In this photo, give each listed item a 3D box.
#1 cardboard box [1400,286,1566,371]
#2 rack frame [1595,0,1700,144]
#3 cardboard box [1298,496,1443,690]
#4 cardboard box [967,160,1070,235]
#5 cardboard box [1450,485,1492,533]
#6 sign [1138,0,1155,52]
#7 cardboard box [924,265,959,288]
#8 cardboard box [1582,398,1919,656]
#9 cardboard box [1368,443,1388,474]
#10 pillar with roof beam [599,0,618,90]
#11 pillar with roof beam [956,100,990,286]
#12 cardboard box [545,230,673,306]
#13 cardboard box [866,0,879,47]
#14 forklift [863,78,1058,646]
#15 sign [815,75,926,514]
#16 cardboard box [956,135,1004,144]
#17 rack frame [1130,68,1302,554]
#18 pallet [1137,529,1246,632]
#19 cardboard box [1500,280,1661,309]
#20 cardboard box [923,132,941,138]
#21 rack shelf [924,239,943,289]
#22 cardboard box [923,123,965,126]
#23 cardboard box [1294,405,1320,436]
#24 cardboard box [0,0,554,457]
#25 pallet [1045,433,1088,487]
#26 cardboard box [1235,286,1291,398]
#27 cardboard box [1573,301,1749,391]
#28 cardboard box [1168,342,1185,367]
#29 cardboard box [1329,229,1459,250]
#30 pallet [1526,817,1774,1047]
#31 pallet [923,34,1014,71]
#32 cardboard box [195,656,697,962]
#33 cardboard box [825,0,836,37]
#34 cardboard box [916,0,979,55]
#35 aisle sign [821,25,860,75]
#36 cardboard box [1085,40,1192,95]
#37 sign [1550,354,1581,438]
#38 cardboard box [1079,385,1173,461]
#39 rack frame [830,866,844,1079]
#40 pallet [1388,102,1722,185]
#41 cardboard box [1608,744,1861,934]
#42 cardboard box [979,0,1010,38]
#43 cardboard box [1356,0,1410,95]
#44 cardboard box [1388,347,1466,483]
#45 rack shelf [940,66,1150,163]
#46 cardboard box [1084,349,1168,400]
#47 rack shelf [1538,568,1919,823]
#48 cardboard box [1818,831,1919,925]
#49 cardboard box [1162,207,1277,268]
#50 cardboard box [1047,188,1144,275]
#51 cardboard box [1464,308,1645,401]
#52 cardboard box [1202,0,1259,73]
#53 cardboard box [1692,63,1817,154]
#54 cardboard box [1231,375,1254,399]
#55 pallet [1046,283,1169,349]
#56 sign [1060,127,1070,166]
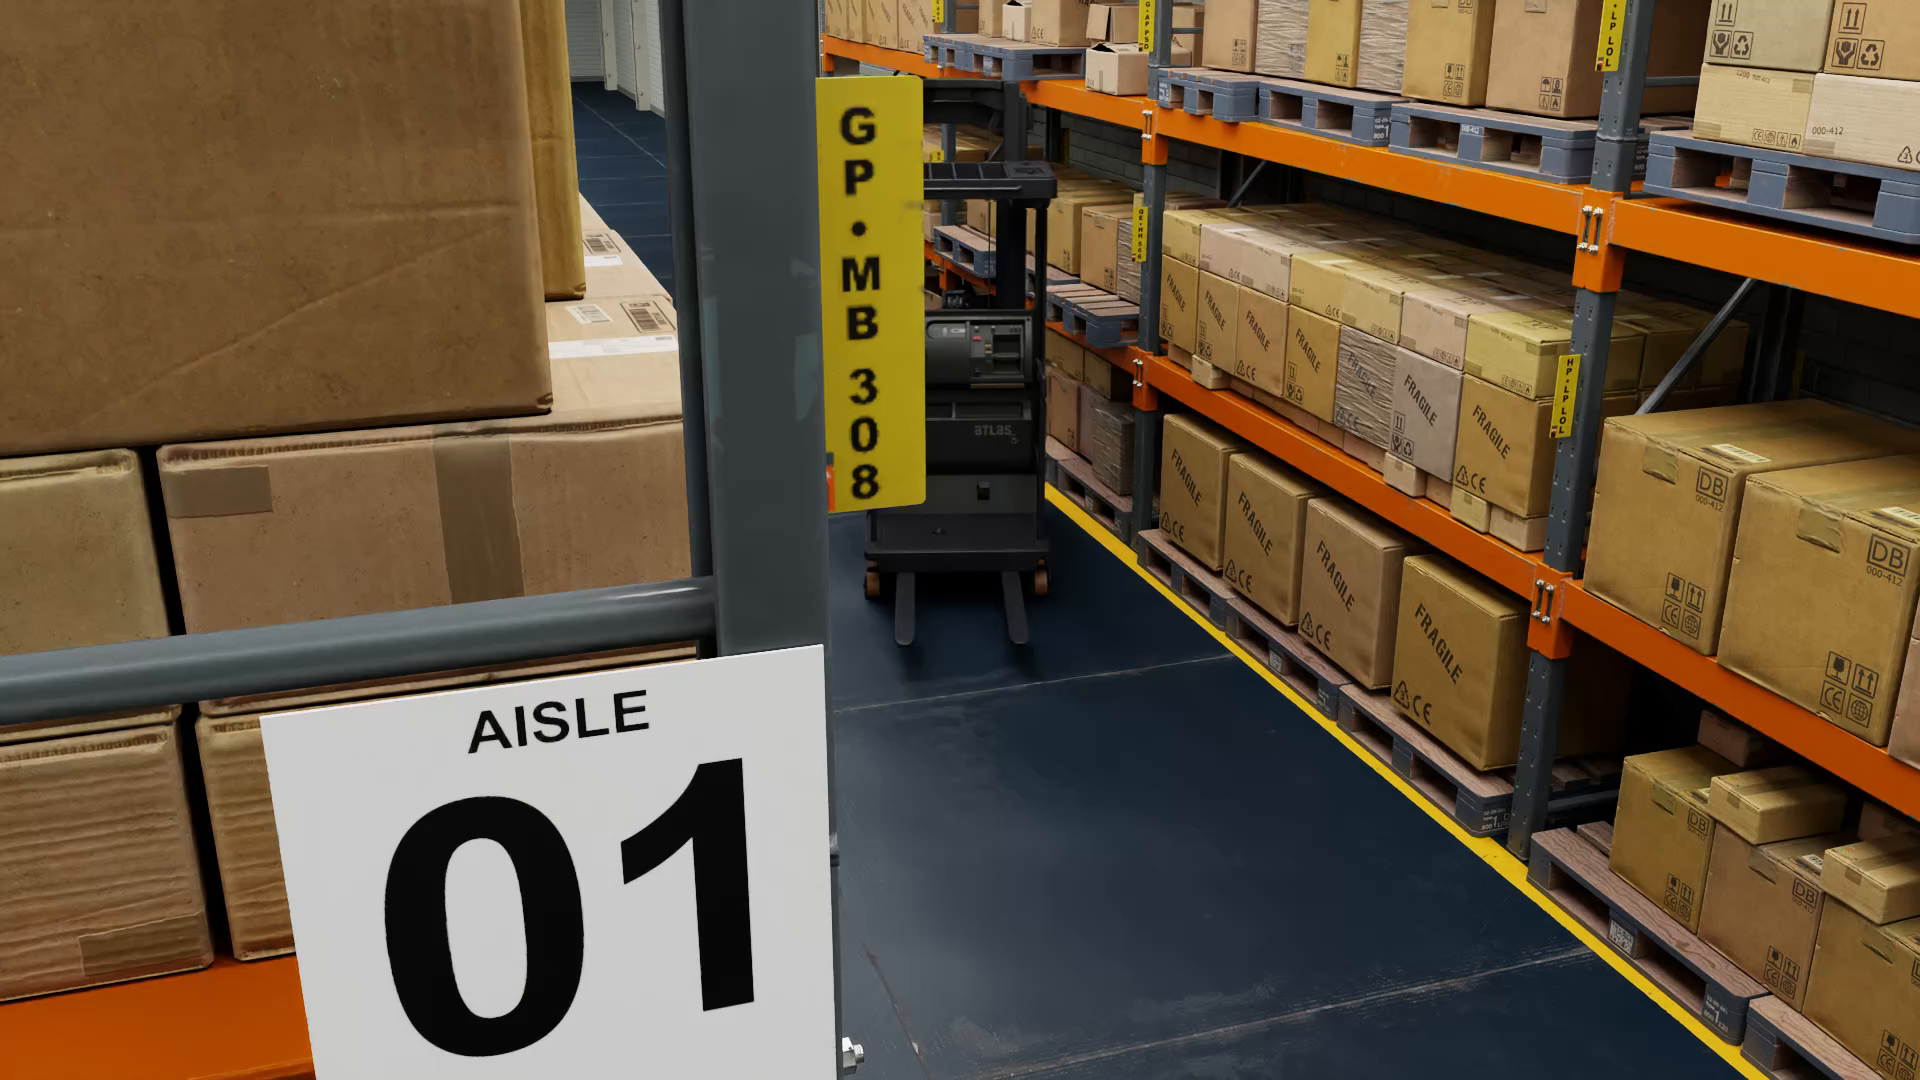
[{"bbox_3d":[2.313,-0.945,7.383,0.500,0.250,0.500,-6,21,-16],"label":"cardboard box"},{"bbox_3d":[2.854,-2.931,5.765,1.000,3.000,0.127,-6,21,-17],"label":"rack frame"},{"bbox_3d":[2.244,0.227,8.407,0.750,0.750,0.750,-6,21,-16],"label":"cardboard box"},{"bbox_3d":[0.467,-2.762,13.371,0.700,0.500,0.500,-6,21,-17],"label":"cardboard box"},{"bbox_3d":[2.377,-0.156,7.255,0.380,0.149,0.250,-6,21,-16],"label":"cardboard box"},{"bbox_3d":[1.081,-2.989,9.600,0.100,0.325,0.005,-6,21,-17],"label":"sign"},{"bbox_3d":[-0.423,-2.334,16.024,0.700,0.500,0.500,-8,21,-21],"label":"cardboard box"},{"bbox_3d":[3.009,-0.073,6.239,0.980,0.700,0.700,-6,21,-16],"label":"cardboard box"},{"bbox_3d":[2.186,-0.408,7.957,0.380,0.149,0.250,-6,21,-17],"label":"cardboard box"},{"bbox_3d":[-13.393,-15.819,41.647,9.100,9.000,0.400,-6,21,-17],"label":"pillar with roof beam"},{"bbox_3d":[-3.963,-6.192,14.844,9.100,9.000,0.400,-6,21,-17],"label":"pillar with roof beam"},{"bbox_3d":[-0.655,-0.227,2.156,0.500,0.250,0.500,-6,21,-17],"label":"cardboard box"},{"bbox_3d":[-0.559,-4.781,15.175,0.500,0.500,0.500,-5,20,-14],"label":"cardboard box"},{"bbox_3d":[-0.023,-1.135,9.741,1.130,2.935,3.031,0,20,-1],"label":"forklift"},{"bbox_3d":[-0.075,-0.177,1.243,0.100,0.325,0.005,-6,21,-17],"label":"sign"},{"bbox_3d":[0.231,-3.306,14.767,0.500,0.500,0.500,-7,21,-18],"label":"cardboard box"},{"bbox_3d":[1.597,-1.391,10.353,1.000,3.000,0.127,-6,21,-17],"label":"rack frame"},{"bbox_3d":[1.773,0.182,10.098,1.003,0.211,1.213,-6,21,-17],"label":"pallet"},{"bbox_3d":[2.786,-1.000,7.536,0.500,0.250,0.500,-6,21,-17],"label":"cardboard box"},{"bbox_3d":[-0.413,-3.408,15.050,0.500,0.500,0.500,-7,21,-19],"label":"cardboard box"},{"bbox_3d":[-0.289,-2.978,15.835,1.077,0.370,4.000,-6,21,-17],"label":"rack shelf"},{"bbox_3d":[-0.252,-3.794,16.124,0.500,0.500,0.500,-7,21,-19],"label":"cardboard box"},{"bbox_3d":[1.973,-0.661,8.662,0.380,0.149,0.250,-6,21,-17],"label":"cardboard box"},{"bbox_3d":[-0.767,-0.389,1.498,0.700,0.500,0.500,-6,21,-17],"label":"cardboard box"},{"bbox_3d":[0.973,-0.721,12.611,1.003,0.211,1.213,-6,21,-17],"label":"pallet"},{"bbox_3d":[1.817,-1.076,8.859,0.500,0.500,0.500,-6,21,-17],"label":"cardboard box"},{"bbox_3d":[2.957,-0.833,7.070,0.500,0.250,0.500,-6,21,-16],"label":"cardboard box"},{"bbox_3d":[1.480,-1.152,10.030,0.380,0.149,0.250,-7,21,-18],"label":"cardboard box"},{"bbox_3d":[2.303,-1.491,8.904,0.500,0.250,0.500,-7,21,-19],"label":"cardboard box"},{"bbox_3d":[3.019,1.457,6.548,1.003,0.211,1.213,-6,21,-17],"label":"pallet"},{"bbox_3d":[0.432,-3.789,12.868,1.213,0.211,1.003,-6,21,-17],"label":"pallet"},{"bbox_3d":[-0.510,0.170,1.789,0.500,0.250,0.500,-6,21,-17],"label":"cardboard box"},{"bbox_3d":[-1.050,-5.293,16.601,0.500,0.500,0.500,-6,21,-16],"label":"cardboard box"},{"bbox_3d":[-0.055,-4.280,13.780,0.500,0.500,0.500,-6,21,-16],"label":"cardboard box"},{"bbox_3d":[-1.225,-5.173,17.037,0.394,0.787,0.004,-6,21,-17],"label":"aisle sign"},{"bbox_3d":[1.114,-2.973,10.421,0.500,0.311,0.500,-6,21,-17],"label":"cardboard box"},{"bbox_3d":[2.342,-0.555,6.428,0.100,0.325,0.005,-6,21,-17],"label":"sign"},{"bbox_3d":[1.269,-0.825,11.824,0.700,0.500,0.500,-6,21,-17],"label":"cardboard box"},{"bbox_3d":[-0.590,1.703,1.737,1.000,3.000,0.127,-6,21,-17],"label":"rack frame"},{"bbox_3d":[2.519,-1.718,7.109,0.805,0.209,1.217,-7,21,-19],"label":"pallet"},{"bbox_3d":[2.992,1.122,6.432,0.700,0.500,0.500,-6,21,-17],"label":"cardboard box"},{"bbox_3d":[0.435,-4.148,12.820,0.500,0.500,0.500,-3,20,-9],"label":"cardboard box"},{"bbox_3d":[2.349,-2.407,7.944,0.700,0.500,0.500,-6,21,-17],"label":"cardboard box"},{"bbox_3d":[2.300,-0.588,7.500,0.500,0.500,0.500,-6,21,-17],"label":"cardboard box"},{"bbox_3d":[0.968,-3.106,11.755,1.077,0.370,4.000,-6,21,-17],"label":"rack shelf"},{"bbox_3d":[1.201,-1.190,11.730,0.500,0.250,0.500,-6,21,-16],"label":"cardboard box"},{"bbox_3d":[3.483,0.873,5.114,1.077,0.370,4.000,-6,21,-17],"label":"rack shelf"},{"bbox_3d":[3.090,1.113,5.497,0.380,0.149,0.250,-7,21,-19],"label":"cardboard box"},{"bbox_3d":[1.504,-1.759,9.648,0.500,0.250,0.500,-6,21,-16],"label":"cardboard box"},{"bbox_3d":[1.027,-2.193,11.785,0.700,0.500,0.500,-6,21,-17],"label":"cardboard box"},{"bbox_3d":[2.464,-0.780,6.924,0.500,0.250,0.500,-6,21,-16],"label":"cardboard box"},{"bbox_3d":[1.801,-2.911,9.347,0.700,0.500,0.500,-8,21,-21],"label":"cardboard box"},{"bbox_3d":[2.821,-1.444,5.514,0.500,0.250,0.500,-6,21,-17],"label":"cardboard box"},{"bbox_3d":[1.751,-0.909,9.351,0.380,0.149,0.250,-7,21,-18],"label":"cardboard box"},{"bbox_3d":[1.272,-1.519,10.991,1.213,0.211,1.003,-6,21,-17],"label":"pallet"},{"bbox_3d":[0.865,-3.280,13.899,0.100,0.325,0.005,-6,21,-17],"label":"sign"}]
